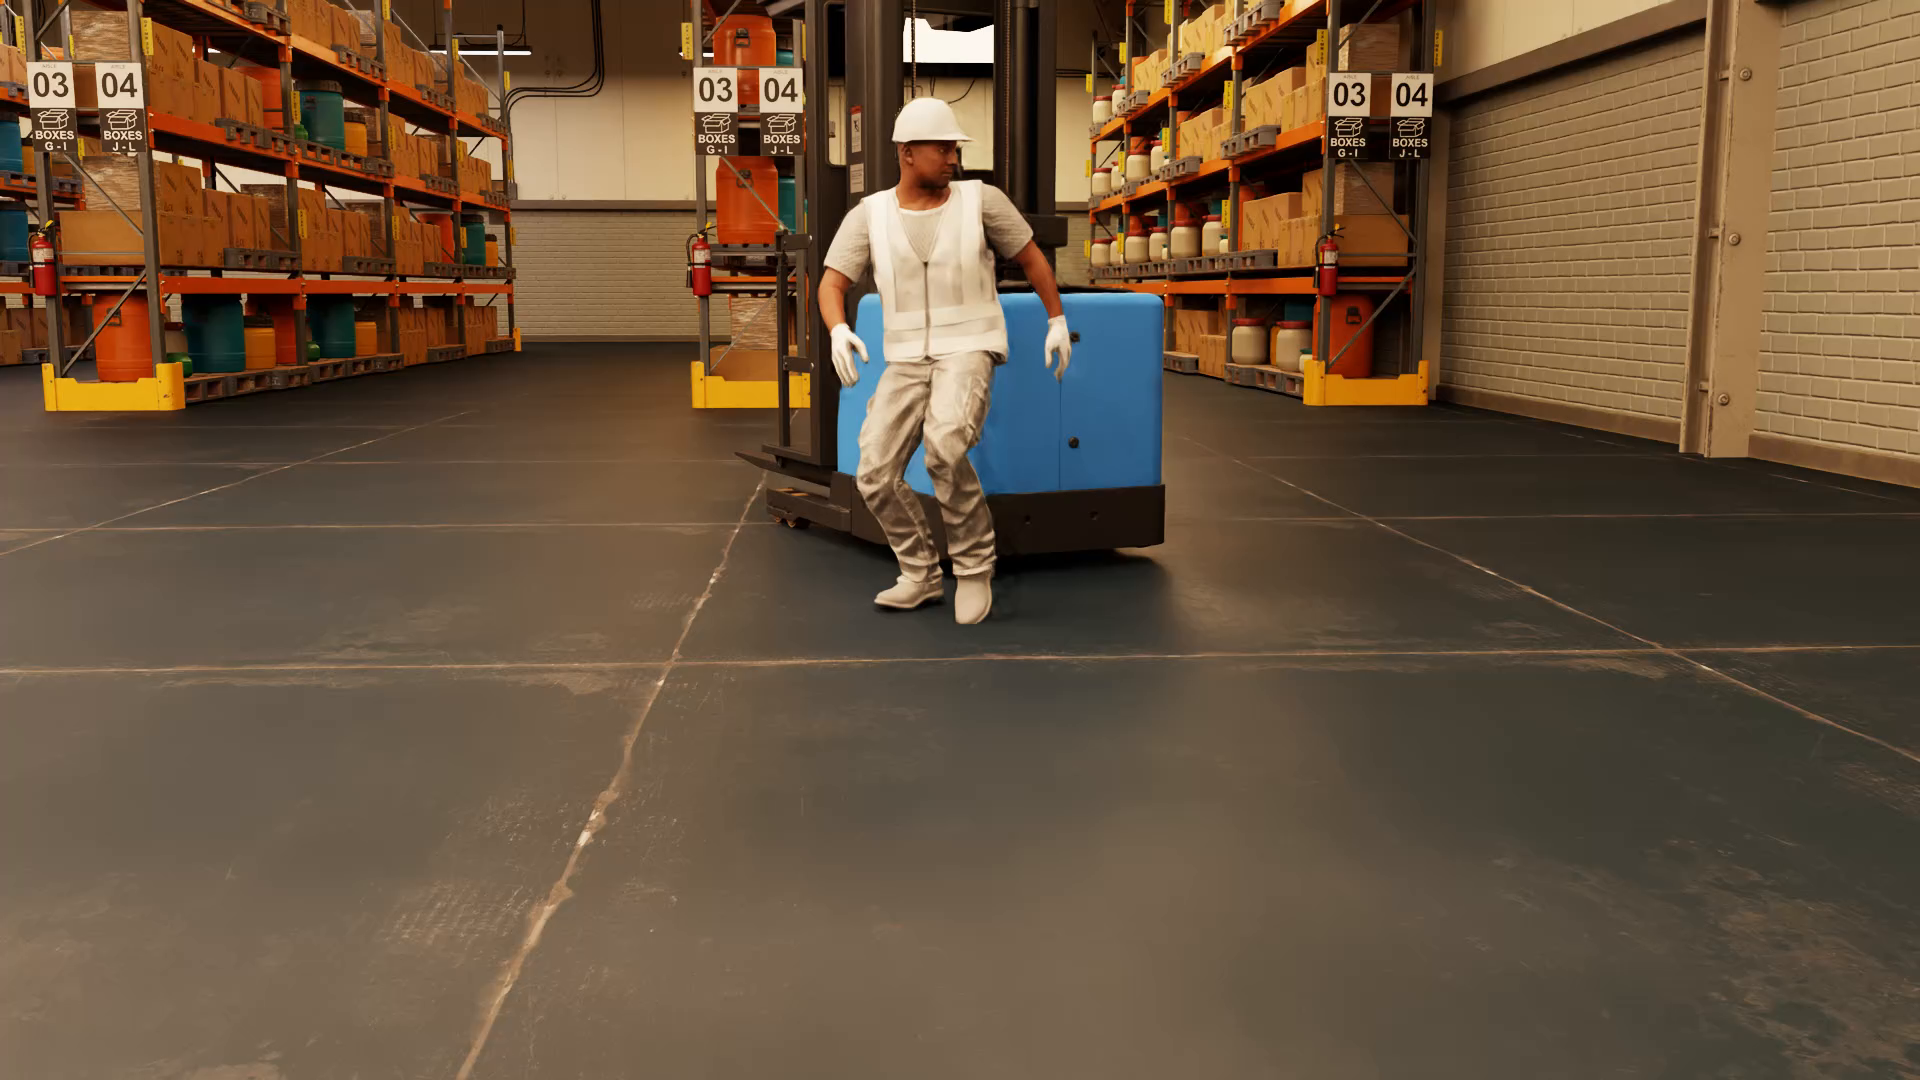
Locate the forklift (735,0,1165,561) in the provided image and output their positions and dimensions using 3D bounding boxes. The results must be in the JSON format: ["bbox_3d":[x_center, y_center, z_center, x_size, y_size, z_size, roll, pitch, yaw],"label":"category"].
[{"bbox_3d":[-0.264,-1.530,7.637,1.130,2.935,3.031,-4,9,-25],"label":"forklift"}]

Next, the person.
[{"bbox_3d":[-0.082,-0.588,5.559,0.741,1.727,0.758,3,9,22],"label":"person"}]
